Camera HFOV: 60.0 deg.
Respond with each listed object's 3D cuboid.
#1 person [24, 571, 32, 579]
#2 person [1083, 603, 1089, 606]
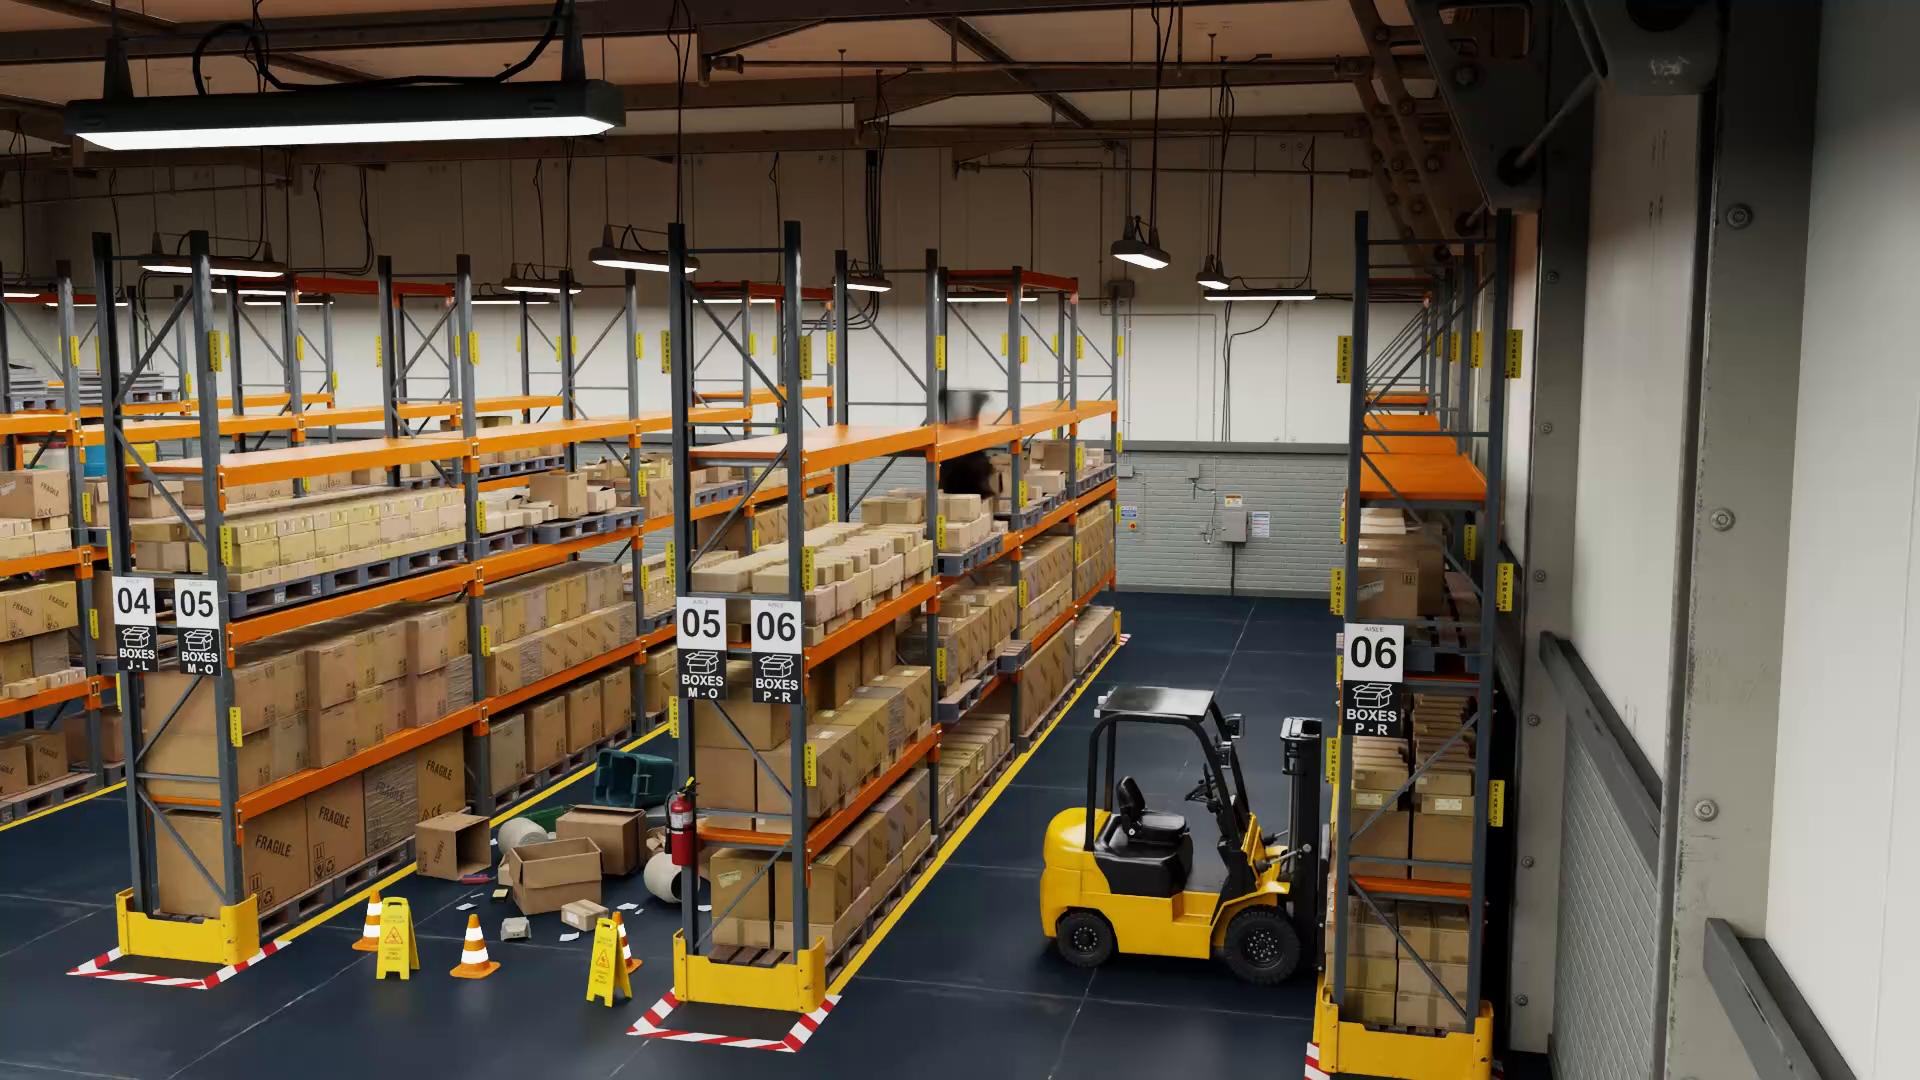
[{"bbox_3d":[-15.944,0.892,27.935,0.659,1.743,0.653,1,7,9],"label":"person"},{"bbox_3d":[1.905,0.689,29.347,1.063,1.746,0.660,0,7,4],"label":"person"}]
